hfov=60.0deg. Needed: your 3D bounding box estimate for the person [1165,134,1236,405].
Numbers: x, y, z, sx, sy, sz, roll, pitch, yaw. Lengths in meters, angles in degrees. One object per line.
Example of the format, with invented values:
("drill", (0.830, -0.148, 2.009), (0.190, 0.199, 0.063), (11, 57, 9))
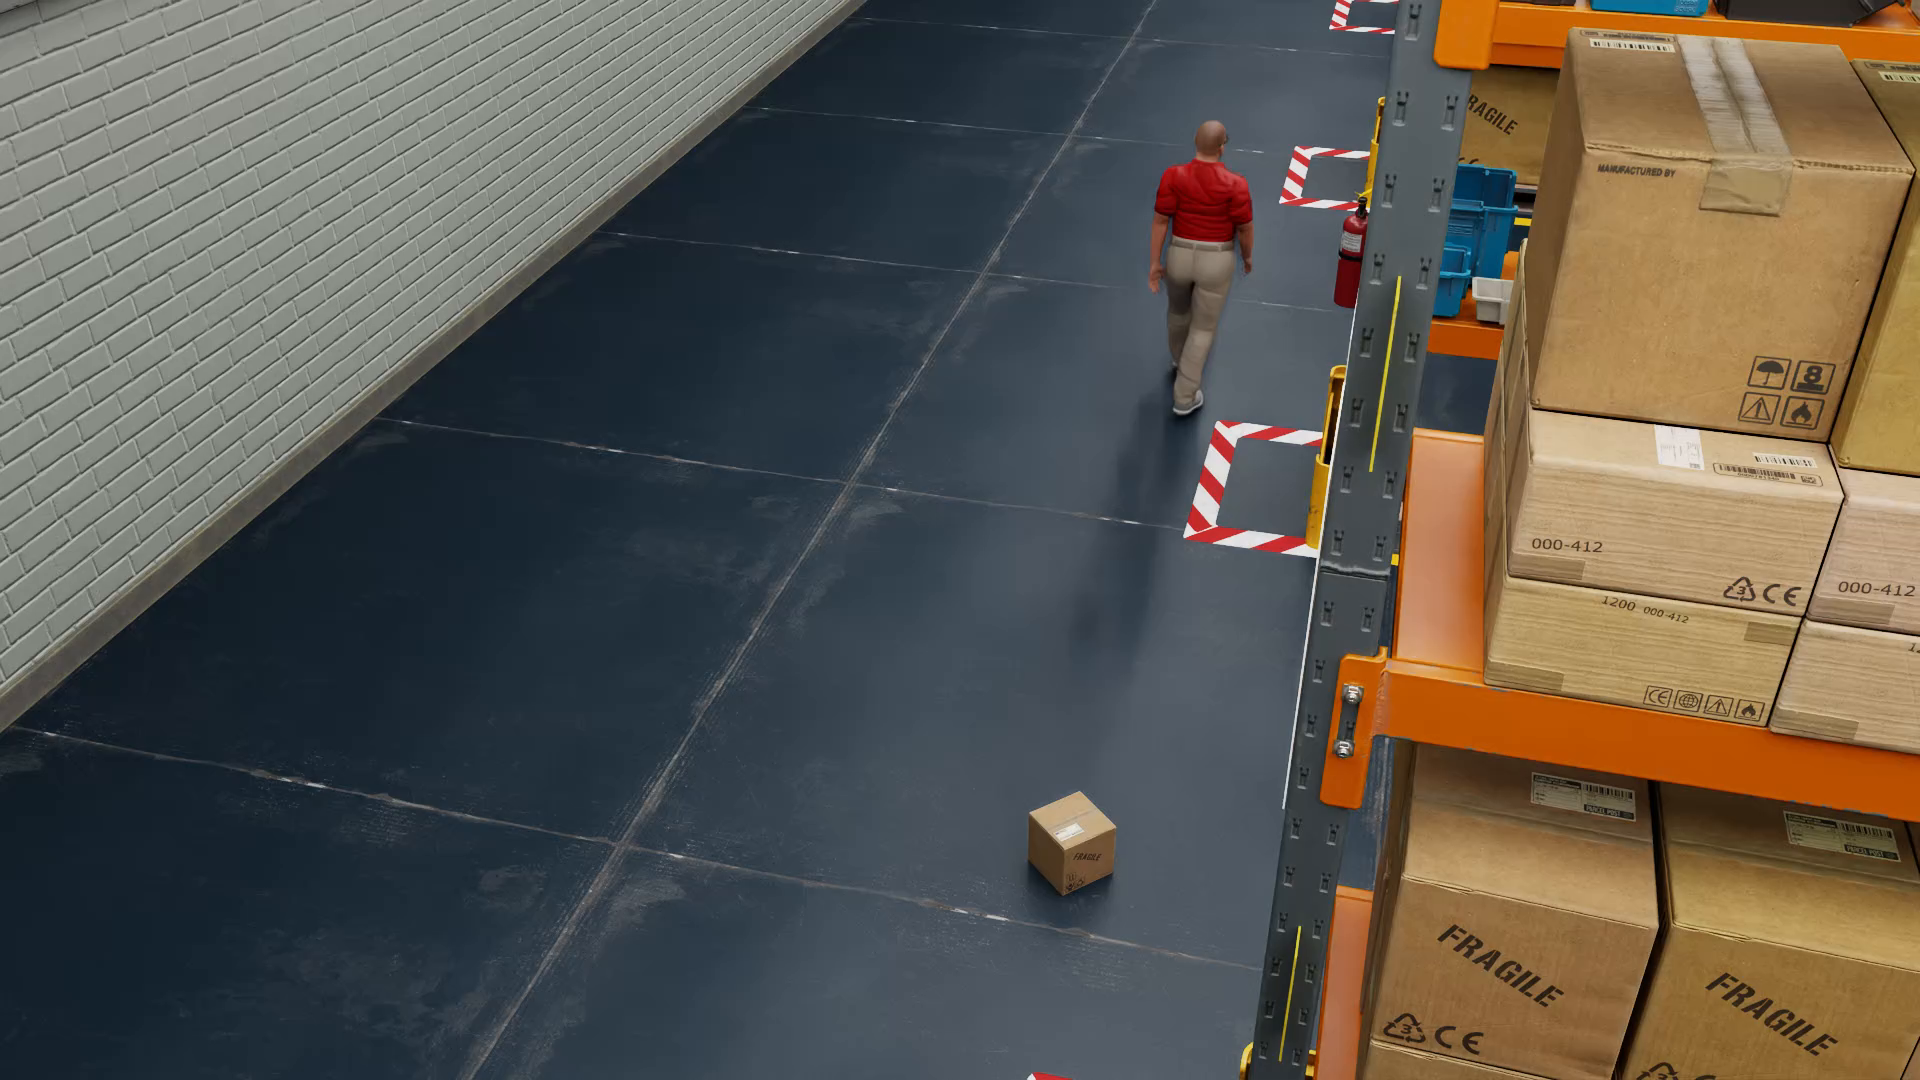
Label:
("person", (1.391, -1.616, 9.651), (0.439, 1.517, 0.725), (15, 35, 21))
